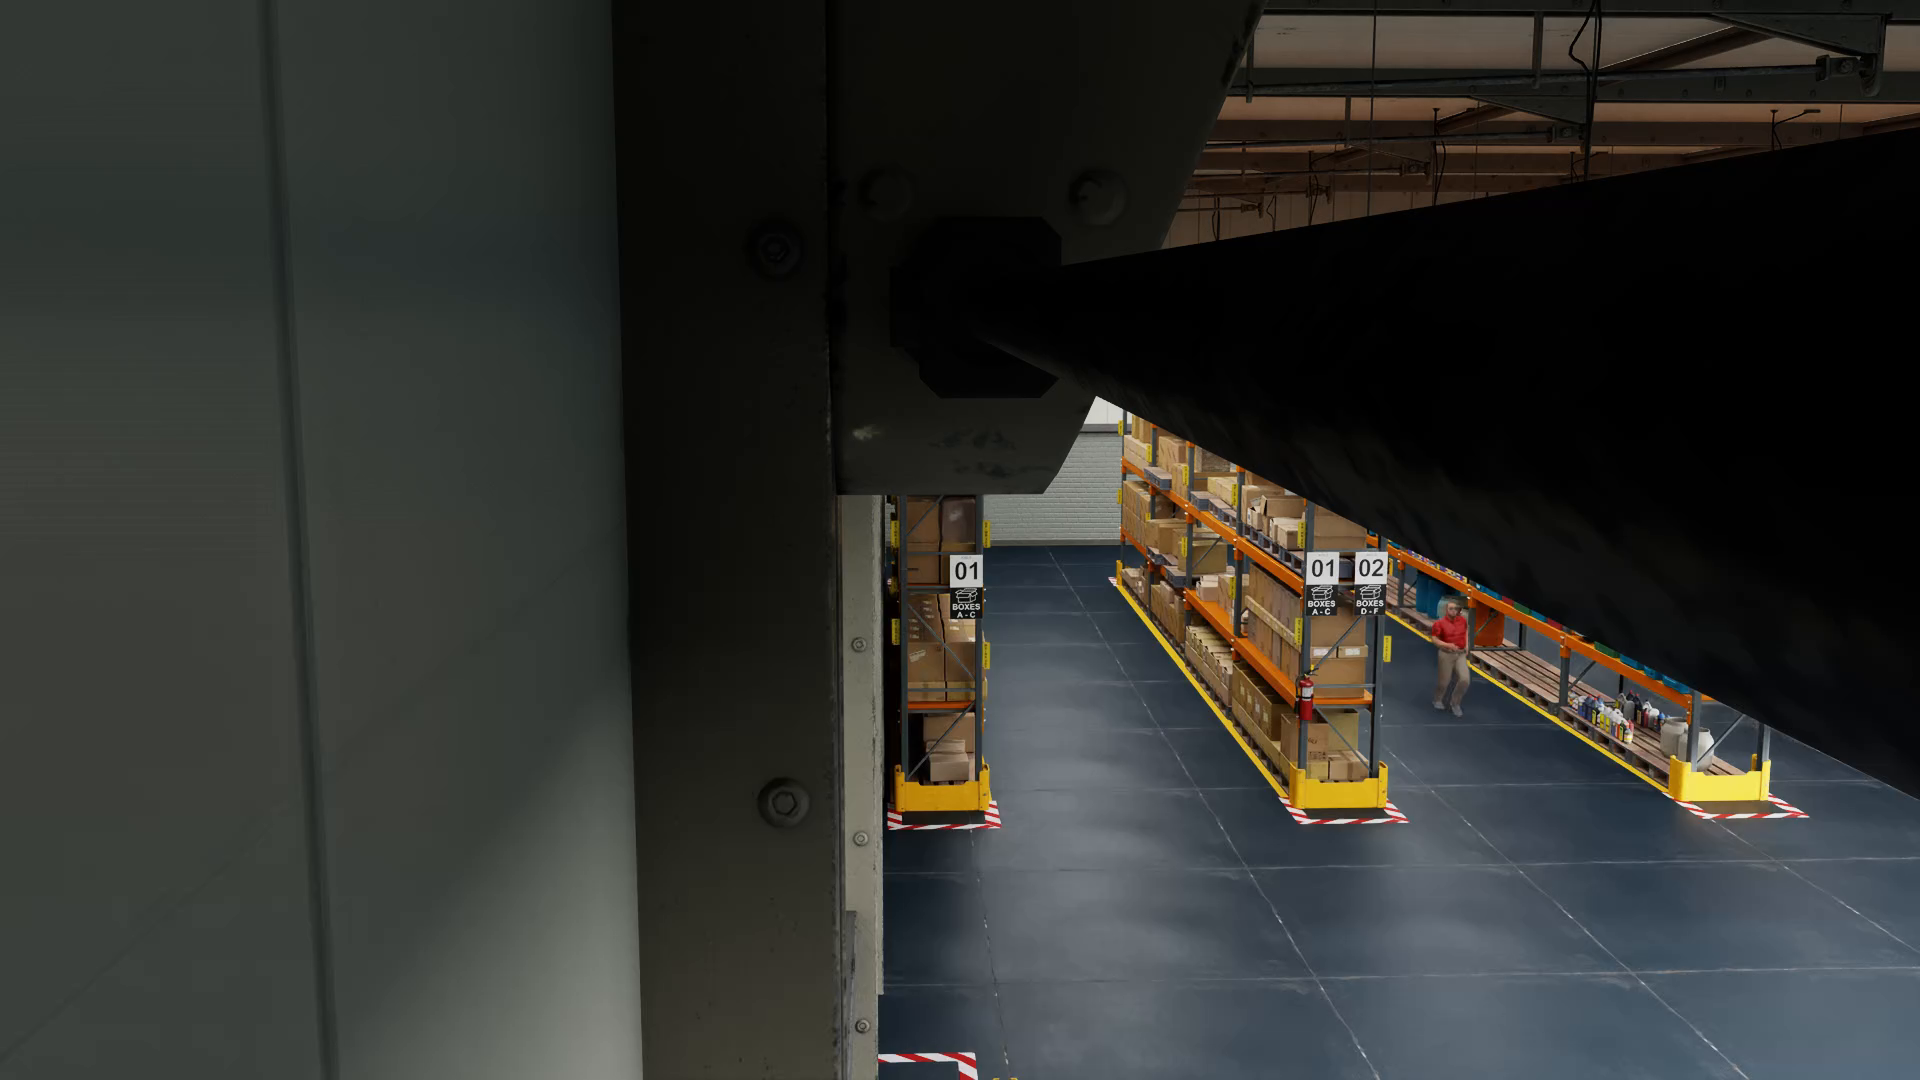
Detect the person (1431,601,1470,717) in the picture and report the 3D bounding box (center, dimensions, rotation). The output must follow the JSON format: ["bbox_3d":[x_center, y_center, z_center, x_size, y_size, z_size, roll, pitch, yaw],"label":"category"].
[{"bbox_3d":[7.441,1.803,25.185,0.665,1.766,0.723,-1,8,-7],"label":"person"}]
